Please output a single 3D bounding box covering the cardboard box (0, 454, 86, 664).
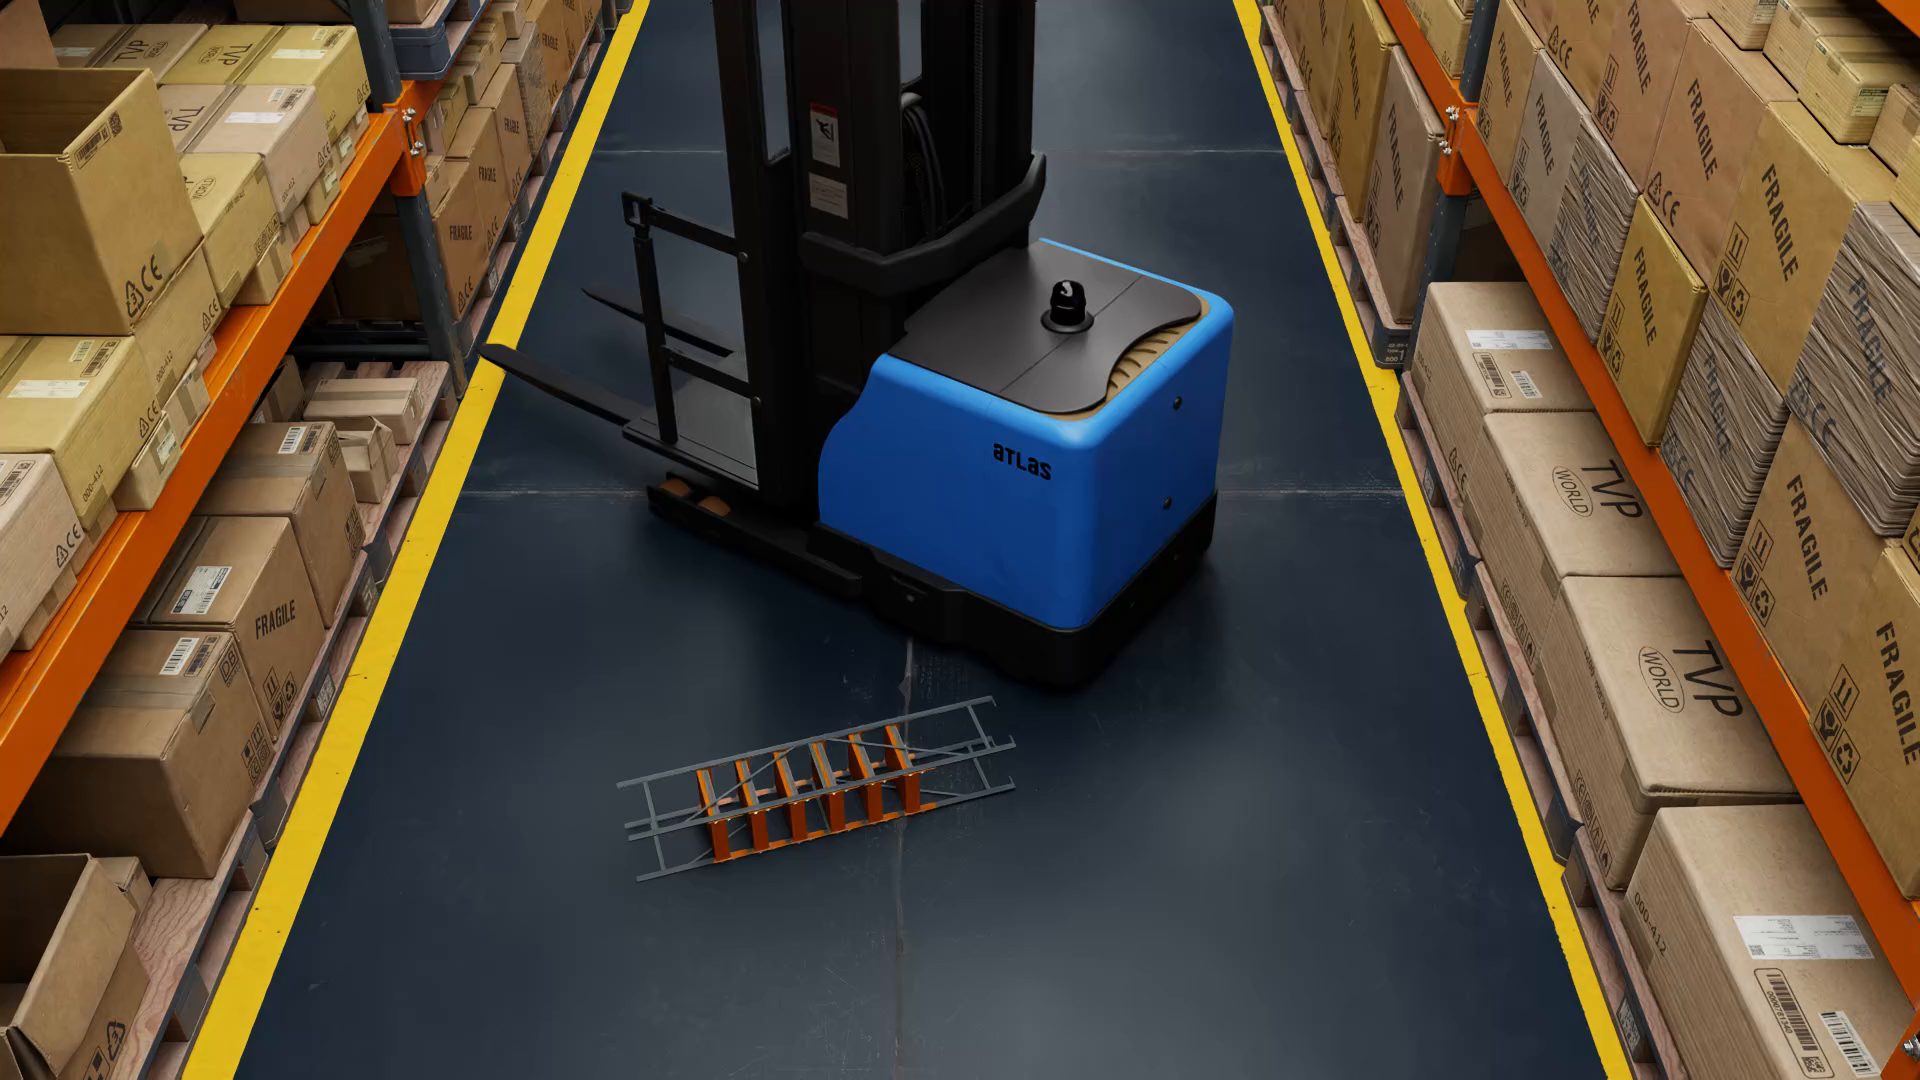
[{"bbox_3d":[-2.318,0.053,3.667,0.500,0.250,0.500,0,39,0],"label":"cardboard box"}]

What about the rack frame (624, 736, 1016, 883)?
[{"bbox_3d":[-0.431,0.832,5.202,1.200,0.006,0.240,-12,40,-14],"label":"rack frame"}]

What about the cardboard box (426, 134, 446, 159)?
[{"bbox_3d":[-2.403,-1.631,7.031,0.380,0.149,0.250,-1,39,-1],"label":"cardboard box"}]

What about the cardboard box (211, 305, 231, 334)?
[{"bbox_3d":[-2.401,-0.684,4.906,0.380,0.149,0.250,0,39,1],"label":"cardboard box"}]

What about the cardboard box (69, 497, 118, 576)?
[{"bbox_3d":[-2.339,-0.046,4.109,0.380,0.149,0.250,1,39,1],"label":"cardboard box"}]

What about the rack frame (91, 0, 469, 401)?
[{"bbox_3d":[-2.591,-1.792,6.087,1.000,3.000,0.127,0,39,0],"label":"rack frame"}]

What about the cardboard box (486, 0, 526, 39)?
[{"bbox_3d":[-2.368,-2.597,8.236,0.380,0.149,0.250,-2,39,-2],"label":"cardboard box"}]

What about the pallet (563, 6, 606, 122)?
[{"bbox_3d":[-2.632,-2.738,9.498,1.003,0.211,1.213,0,39,0],"label":"pallet"}]

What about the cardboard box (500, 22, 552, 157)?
[{"bbox_3d":[-2.367,-2.252,8.325,0.500,0.500,0.500,-1,39,-2],"label":"cardboard box"}]

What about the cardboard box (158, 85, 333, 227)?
[{"bbox_3d":[-2.331,-1.218,5.253,0.500,0.250,0.500,0,39,0],"label":"cardboard box"}]

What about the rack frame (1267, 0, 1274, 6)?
[{"bbox_3d":[2.368,-4.299,9.216,1.000,3.000,0.127,0,39,0],"label":"rack frame"}]

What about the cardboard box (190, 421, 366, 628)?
[{"bbox_3d":[-2.455,-0.045,5.571,0.700,0.500,0.500,-1,39,-2],"label":"cardboard box"}]

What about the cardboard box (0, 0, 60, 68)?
[{"bbox_3d":[-2.855,-1.211,4.644,0.500,0.500,0.500,-1,39,-1],"label":"cardboard box"}]

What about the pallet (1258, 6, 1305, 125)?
[{"bbox_3d":[2.294,-2.718,9.473,1.003,0.211,1.213,0,39,0],"label":"pallet"}]

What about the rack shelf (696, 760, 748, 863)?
[{"bbox_3d":[-0.731,0.823,5.069,0.103,0.180,0.258,-12,40,-14],"label":"rack shelf"}]

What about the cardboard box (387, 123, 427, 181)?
[{"bbox_3d":[-2.386,-1.574,6.722,0.380,0.149,0.250,-1,39,-1],"label":"cardboard box"}]

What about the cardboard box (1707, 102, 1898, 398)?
[{"bbox_3d":[2.112,-0.663,3.799,0.500,0.500,0.500,0,39,0],"label":"cardboard box"}]

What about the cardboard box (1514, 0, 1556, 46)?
[{"bbox_3d":[2.131,-1.929,5.379,0.500,0.500,0.500,0,39,0],"label":"cardboard box"}]

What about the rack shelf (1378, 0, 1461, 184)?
[{"bbox_3d":[2.371,-2.768,7.880,1.077,0.370,4.000,0,39,0],"label":"rack shelf"}]

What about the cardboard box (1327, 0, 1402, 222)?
[{"bbox_3d":[2.284,-2.085,7.816,0.875,0.875,0.875,1,39,1],"label":"cardboard box"}]

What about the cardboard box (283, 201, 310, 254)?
[{"bbox_3d":[-2.318,-1.005,5.307,0.380,0.149,0.250,1,39,1],"label":"cardboard box"}]

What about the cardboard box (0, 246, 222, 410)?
[{"bbox_3d":[-2.344,-0.584,4.462,0.500,0.250,0.500,-1,39,-1],"label":"cardboard box"}]

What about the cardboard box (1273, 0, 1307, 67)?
[{"bbox_3d":[2.286,-3.202,9.210,0.875,0.875,0.875,0,39,0],"label":"cardboard box"}]

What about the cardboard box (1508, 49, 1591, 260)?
[{"bbox_3d":[2.108,-1.228,5.304,0.500,0.500,0.500,0,39,0],"label":"cardboard box"}]

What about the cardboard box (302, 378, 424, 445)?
[{"bbox_3d":[-2.296,-0.495,6.413,0.380,0.149,0.250,-1,39,-1],"label":"cardboard box"}]

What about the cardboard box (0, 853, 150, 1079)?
[{"bbox_3d":[-2.492,1.137,4.093,0.797,0.503,0.637,-1,39,-2],"label":"cardboard box"}]

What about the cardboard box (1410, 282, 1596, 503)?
[{"bbox_3d":[2.266,-0.569,6.275,0.875,0.438,0.875,-1,39,-1],"label":"cardboard box"}]

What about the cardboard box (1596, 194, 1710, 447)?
[{"bbox_3d":[2.103,-0.595,4.514,0.500,0.500,0.500,1,39,1],"label":"cardboard box"}]

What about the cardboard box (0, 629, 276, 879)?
[{"bbox_3d":[-2.454,0.604,4.761,0.700,0.500,0.500,1,39,2],"label":"cardboard box"}]

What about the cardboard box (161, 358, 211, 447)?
[{"bbox_3d":[-2.285,-0.368,4.512,0.380,0.149,0.250,1,39,1],"label":"cardboard box"}]

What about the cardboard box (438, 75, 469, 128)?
[{"bbox_3d":[-2.428,-1.963,7.445,0.380,0.149,0.250,-1,39,-1],"label":"cardboard box"}]

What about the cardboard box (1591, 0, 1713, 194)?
[{"bbox_3d":[2.115,-1.293,4.585,0.500,0.500,0.500,1,39,1],"label":"cardboard box"}]

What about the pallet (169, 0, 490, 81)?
[{"bbox_3d":[-2.482,-2.217,6.771,1.003,0.211,1.213,0,39,0],"label":"pallet"}]

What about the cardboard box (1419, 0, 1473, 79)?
[{"bbox_3d":[2.120,-2.020,6.491,0.500,0.250,0.500,-1,39,-1],"label":"cardboard box"}]

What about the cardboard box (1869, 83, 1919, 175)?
[{"bbox_3d":[2.180,-0.844,3.506,0.380,0.149,0.250,0,39,0],"label":"cardboard box"}]

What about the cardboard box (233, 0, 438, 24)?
[{"bbox_3d":[-2.367,-2.297,6.302,0.700,0.500,0.500,1,39,1],"label":"cardboard box"}]

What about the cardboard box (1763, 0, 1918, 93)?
[{"bbox_3d":[2.139,-1.165,3.907,0.380,0.149,0.250,1,39,1],"label":"cardboard box"}]

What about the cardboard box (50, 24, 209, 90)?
[{"bbox_3d":[-2.860,-1.539,5.654,0.500,0.250,0.500,0,39,-1],"label":"cardboard box"}]

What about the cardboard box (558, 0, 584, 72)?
[{"bbox_3d":[-2.390,-2.904,9.139,0.500,0.500,0.500,-1,39,-1],"label":"cardboard box"}]

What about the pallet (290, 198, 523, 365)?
[{"bbox_3d":[-2.629,-1.212,7.594,1.003,0.211,1.213,0,39,0],"label":"pallet"}]

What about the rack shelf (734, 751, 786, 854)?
[{"bbox_3d":[-0.617,0.800,5.097,0.103,0.180,0.258,-12,40,-14],"label":"rack shelf"}]

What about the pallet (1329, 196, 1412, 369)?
[{"bbox_3d":[2.297,-1.192,7.569,1.003,0.211,1.213,0,39,0],"label":"pallet"}]

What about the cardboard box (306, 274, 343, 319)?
[{"bbox_3d":[-2.887,-1.287,7.121,0.500,0.500,0.500,0,39,0],"label":"cardboard box"}]

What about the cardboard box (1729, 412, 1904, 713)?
[{"bbox_3d":[2.127,0.049,3.710,0.500,0.500,0.500,-1,39,-1],"label":"cardboard box"}]

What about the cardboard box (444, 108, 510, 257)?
[{"bbox_3d":[-2.377,-1.616,7.531,0.500,0.500,0.500,-1,39,-1],"label":"cardboard box"}]

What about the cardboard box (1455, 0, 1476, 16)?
[{"bbox_3d":[2.129,-2.210,6.329,0.500,0.250,0.500,0,39,0],"label":"cardboard box"}]

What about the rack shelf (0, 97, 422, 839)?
[{"bbox_3d":[-2.588,-0.260,4.752,1.077,0.370,4.000,0,39,0],"label":"rack shelf"}]

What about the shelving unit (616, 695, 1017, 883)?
[{"bbox_3d":[-0.432,0.761,5.144,1.200,0.189,0.258,-12,40,-14],"label":"shelving unit"}]

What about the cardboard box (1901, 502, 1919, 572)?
[{"bbox_3d":[2.139,-0.027,3.005,0.500,0.500,0.500,1,39,1],"label":"cardboard box"}]

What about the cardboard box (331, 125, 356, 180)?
[{"bbox_3d":[-2.316,-1.332,5.714,0.380,0.149,0.250,1,39,1],"label":"cardboard box"}]

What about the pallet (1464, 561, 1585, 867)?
[{"bbox_3d":[2.300,0.531,5.419,1.003,0.211,1.213,0,39,0],"label":"pallet"}]

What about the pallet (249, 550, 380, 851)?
[{"bbox_3d":[-2.587,0.491,5.469,1.003,0.211,1.213,0,39,0],"label":"pallet"}]

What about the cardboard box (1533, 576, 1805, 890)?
[{"bbox_3d":[2.267,0.555,4.872,0.875,0.438,0.875,1,39,1],"label":"cardboard box"}]

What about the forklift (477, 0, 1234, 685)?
[{"bbox_3d":[-0.570,-1.387,5.637,3.031,2.935,1.130,24,44,27],"label":"forklift"}]

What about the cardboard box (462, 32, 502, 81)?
[{"bbox_3d":[-2.389,-2.274,7.834,0.380,0.149,0.250,1,39,2],"label":"cardboard box"}]

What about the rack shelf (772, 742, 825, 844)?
[{"bbox_3d":[-0.503,0.776,5.126,0.103,0.180,0.258,-12,40,-14],"label":"rack shelf"}]
